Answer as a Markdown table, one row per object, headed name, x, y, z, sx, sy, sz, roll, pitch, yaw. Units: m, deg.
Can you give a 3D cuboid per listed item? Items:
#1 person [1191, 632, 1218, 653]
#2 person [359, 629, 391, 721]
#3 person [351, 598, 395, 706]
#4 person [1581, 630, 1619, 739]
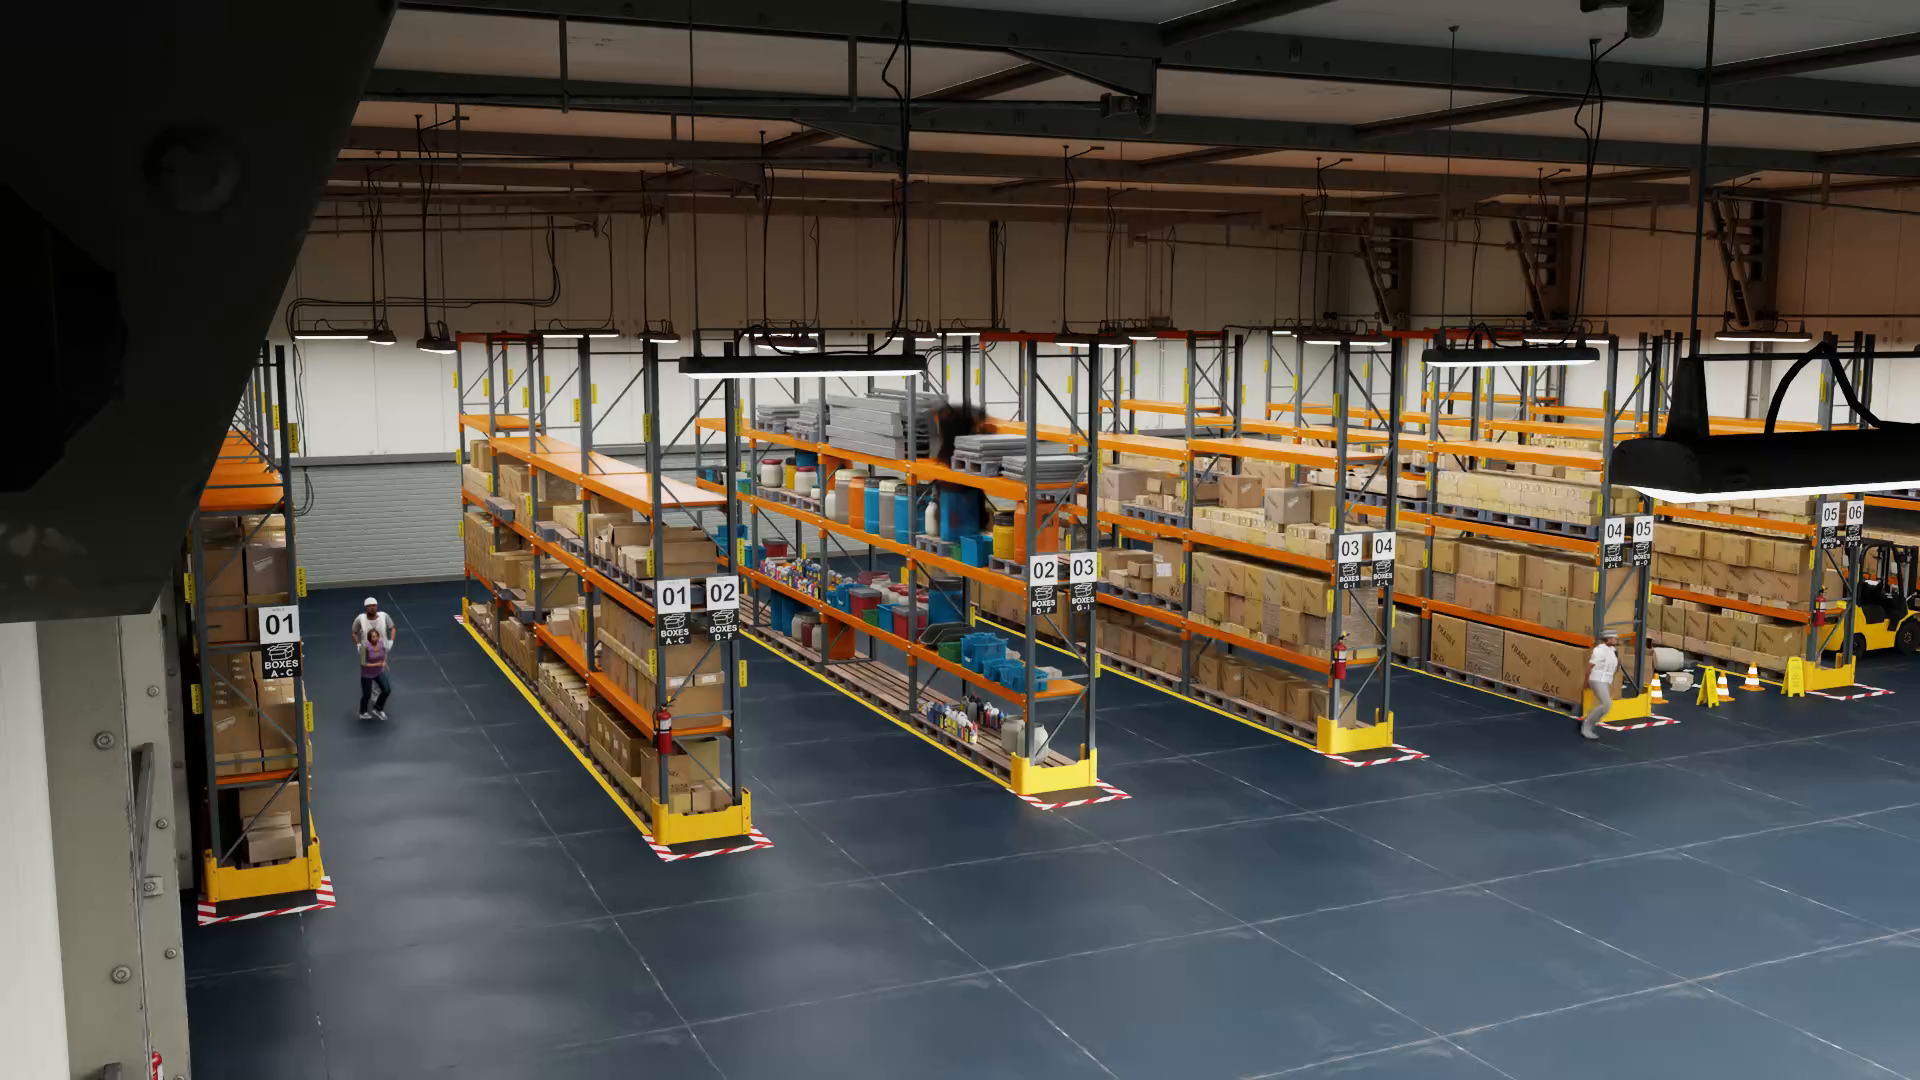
| name | x | y | z | sx | sy | sz | roll | pitch | yaw |
| --- | --- | --- | --- | --- | --- | --- | --- | --- | --- |
| person | 4.683 | 1.337 | 31.206 | 0.649 | 1.674 | 1.025 | -3 | 8 | -24 |
| person | -9.122 | 2.093 | 25.880 | 0.872 | 1.503 | 0.545 | 8 | 11 | 44 |
| person | -9.597 | 1.803 | 27.242 | 0.686 | 1.787 | 0.759 | -4 | 9 | -26 |
| person | 9.606 | 2.161 | 24.910 | 0.611 | 1.654 | 0.487 | -7 | 10 | -42 |
